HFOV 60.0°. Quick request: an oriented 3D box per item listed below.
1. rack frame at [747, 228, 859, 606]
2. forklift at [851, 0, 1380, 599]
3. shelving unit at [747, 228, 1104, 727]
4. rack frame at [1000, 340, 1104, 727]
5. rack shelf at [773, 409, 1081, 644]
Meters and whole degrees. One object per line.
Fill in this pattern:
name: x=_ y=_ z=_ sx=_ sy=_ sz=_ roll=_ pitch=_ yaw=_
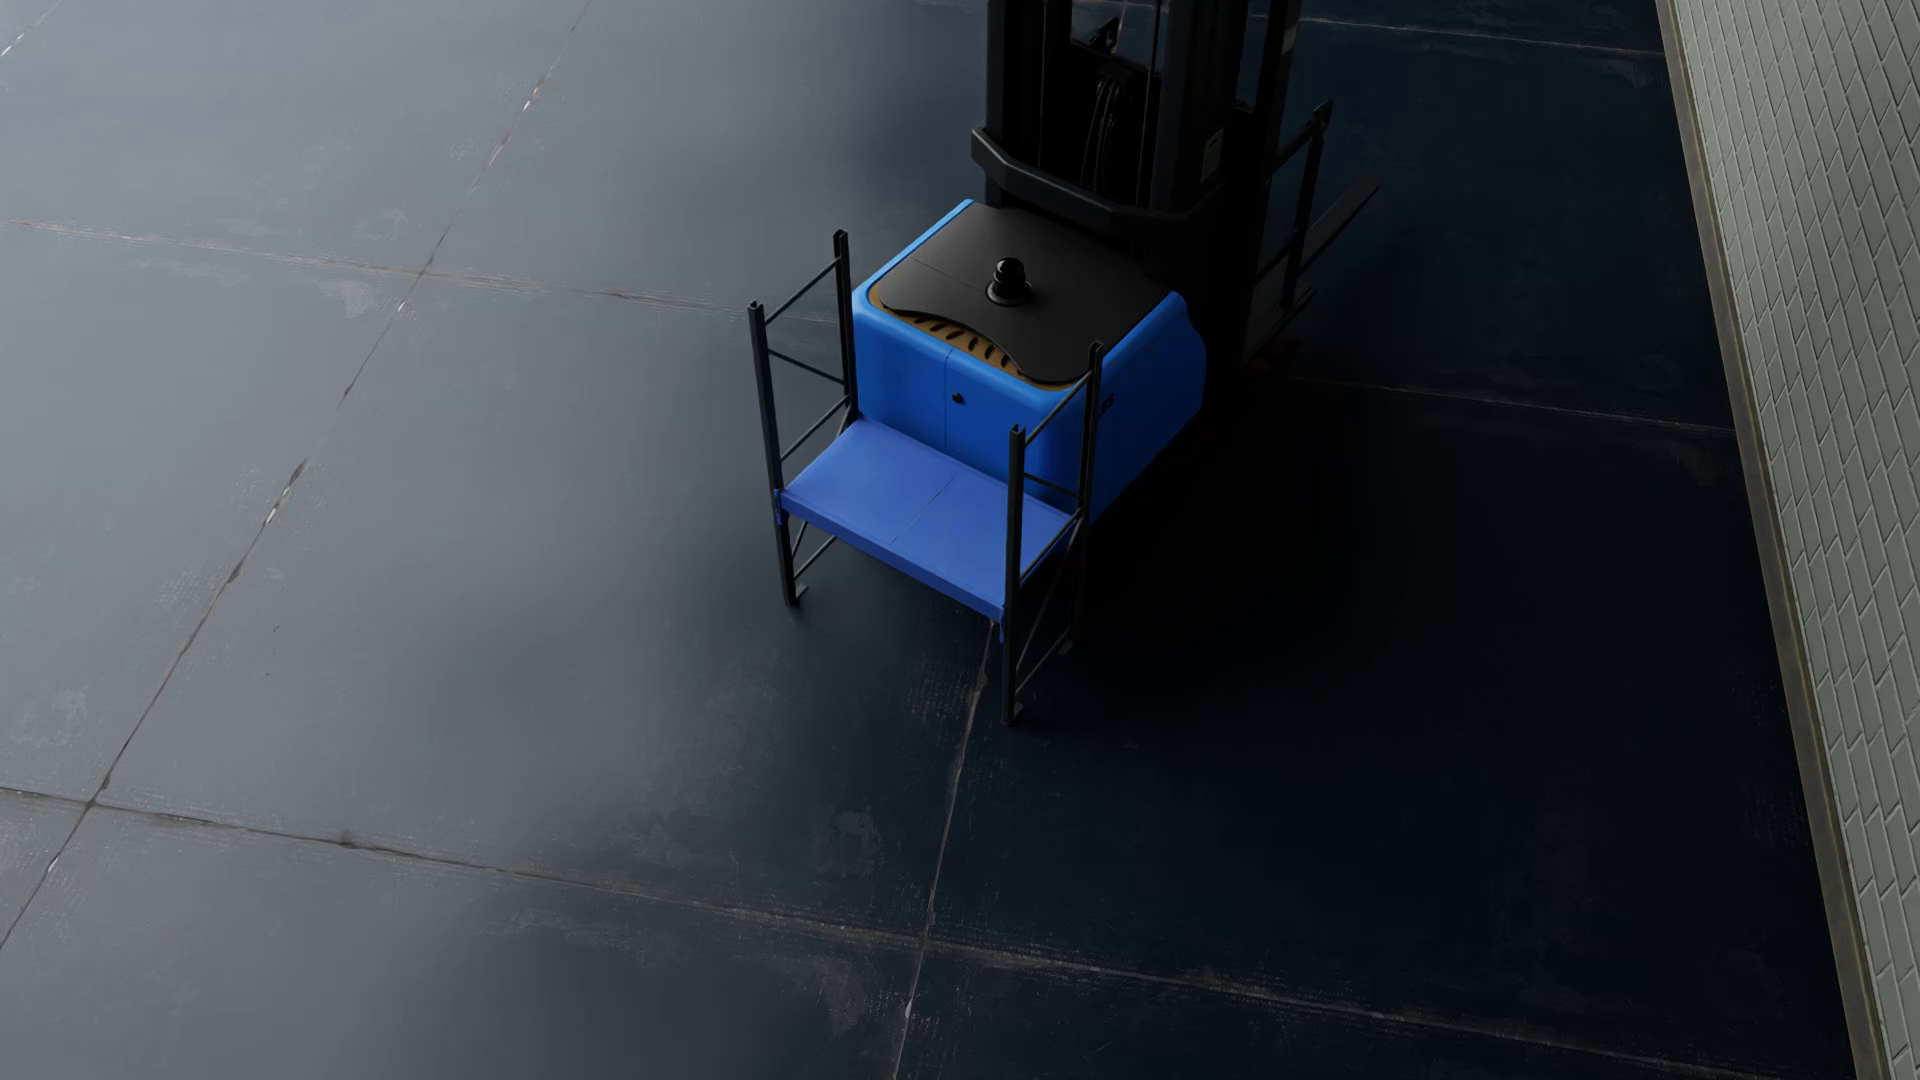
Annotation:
rack frame: x=-0.535 y=-0.403 z=6.075 sx=0.032 sy=1.500 sz=0.500 roll=27 pitch=54 yaw=22
forklift: x=0.846 y=-1.807 z=6.375 sx=1.130 sy=2.935 sz=3.031 roll=29 pitch=54 yaw=24
shelving unit: x=-0.116 y=-0.189 z=5.883 sx=1.048 sy=1.500 sz=0.538 roll=27 pitch=54 yaw=22
rack frame: x=0.303 y=0.025 z=5.691 sx=0.032 sy=1.500 sz=0.500 roll=27 pitch=54 yaw=22
rack shelf: x=-0.116 y=-0.069 z=6.017 sx=1.000 sy=0.185 sz=0.538 roll=27 pitch=54 yaw=22
